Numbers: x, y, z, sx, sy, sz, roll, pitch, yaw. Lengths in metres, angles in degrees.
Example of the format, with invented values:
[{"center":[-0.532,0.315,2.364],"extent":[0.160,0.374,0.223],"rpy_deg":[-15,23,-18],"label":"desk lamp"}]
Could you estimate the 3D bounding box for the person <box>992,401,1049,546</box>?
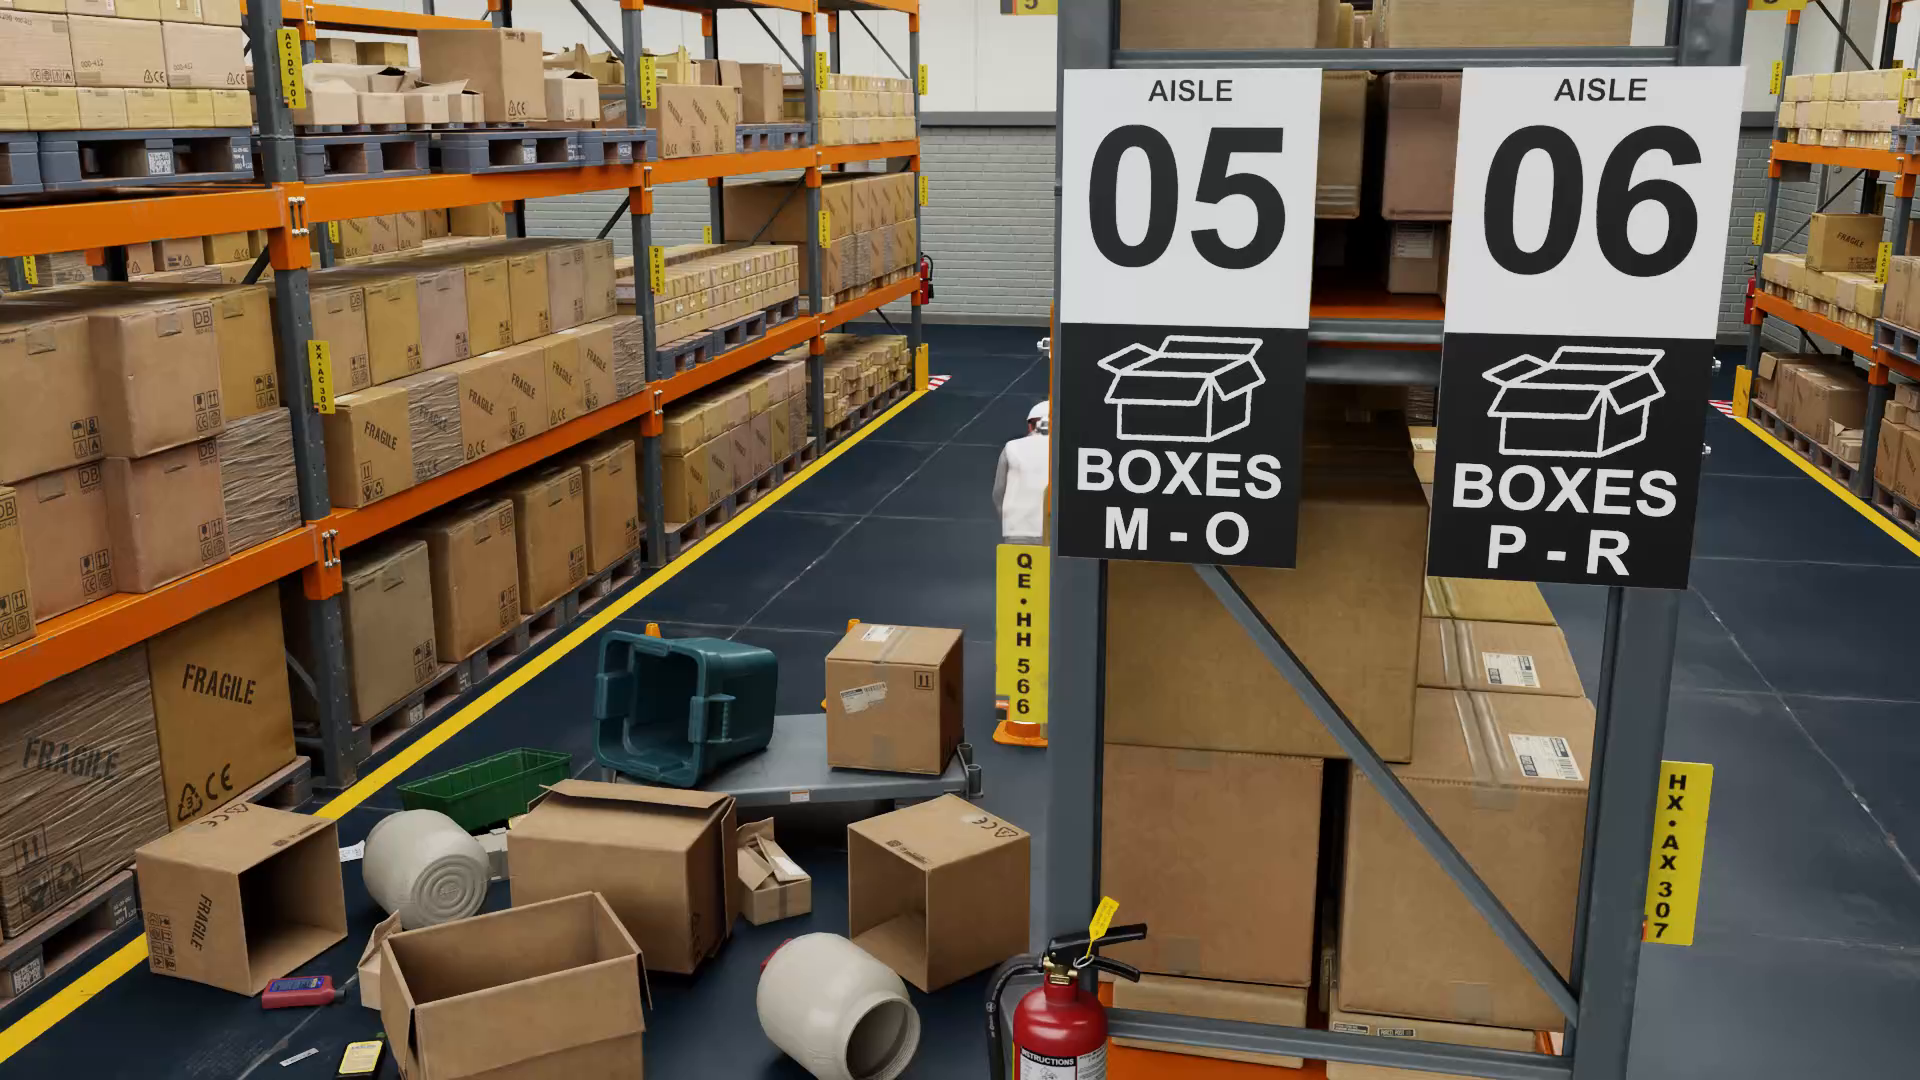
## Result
[{"center":[0.491,-0.064,9.860],"extent":[0.543,1.450,0.752],"rpy_deg":[3,15,11],"label":"person"}]
